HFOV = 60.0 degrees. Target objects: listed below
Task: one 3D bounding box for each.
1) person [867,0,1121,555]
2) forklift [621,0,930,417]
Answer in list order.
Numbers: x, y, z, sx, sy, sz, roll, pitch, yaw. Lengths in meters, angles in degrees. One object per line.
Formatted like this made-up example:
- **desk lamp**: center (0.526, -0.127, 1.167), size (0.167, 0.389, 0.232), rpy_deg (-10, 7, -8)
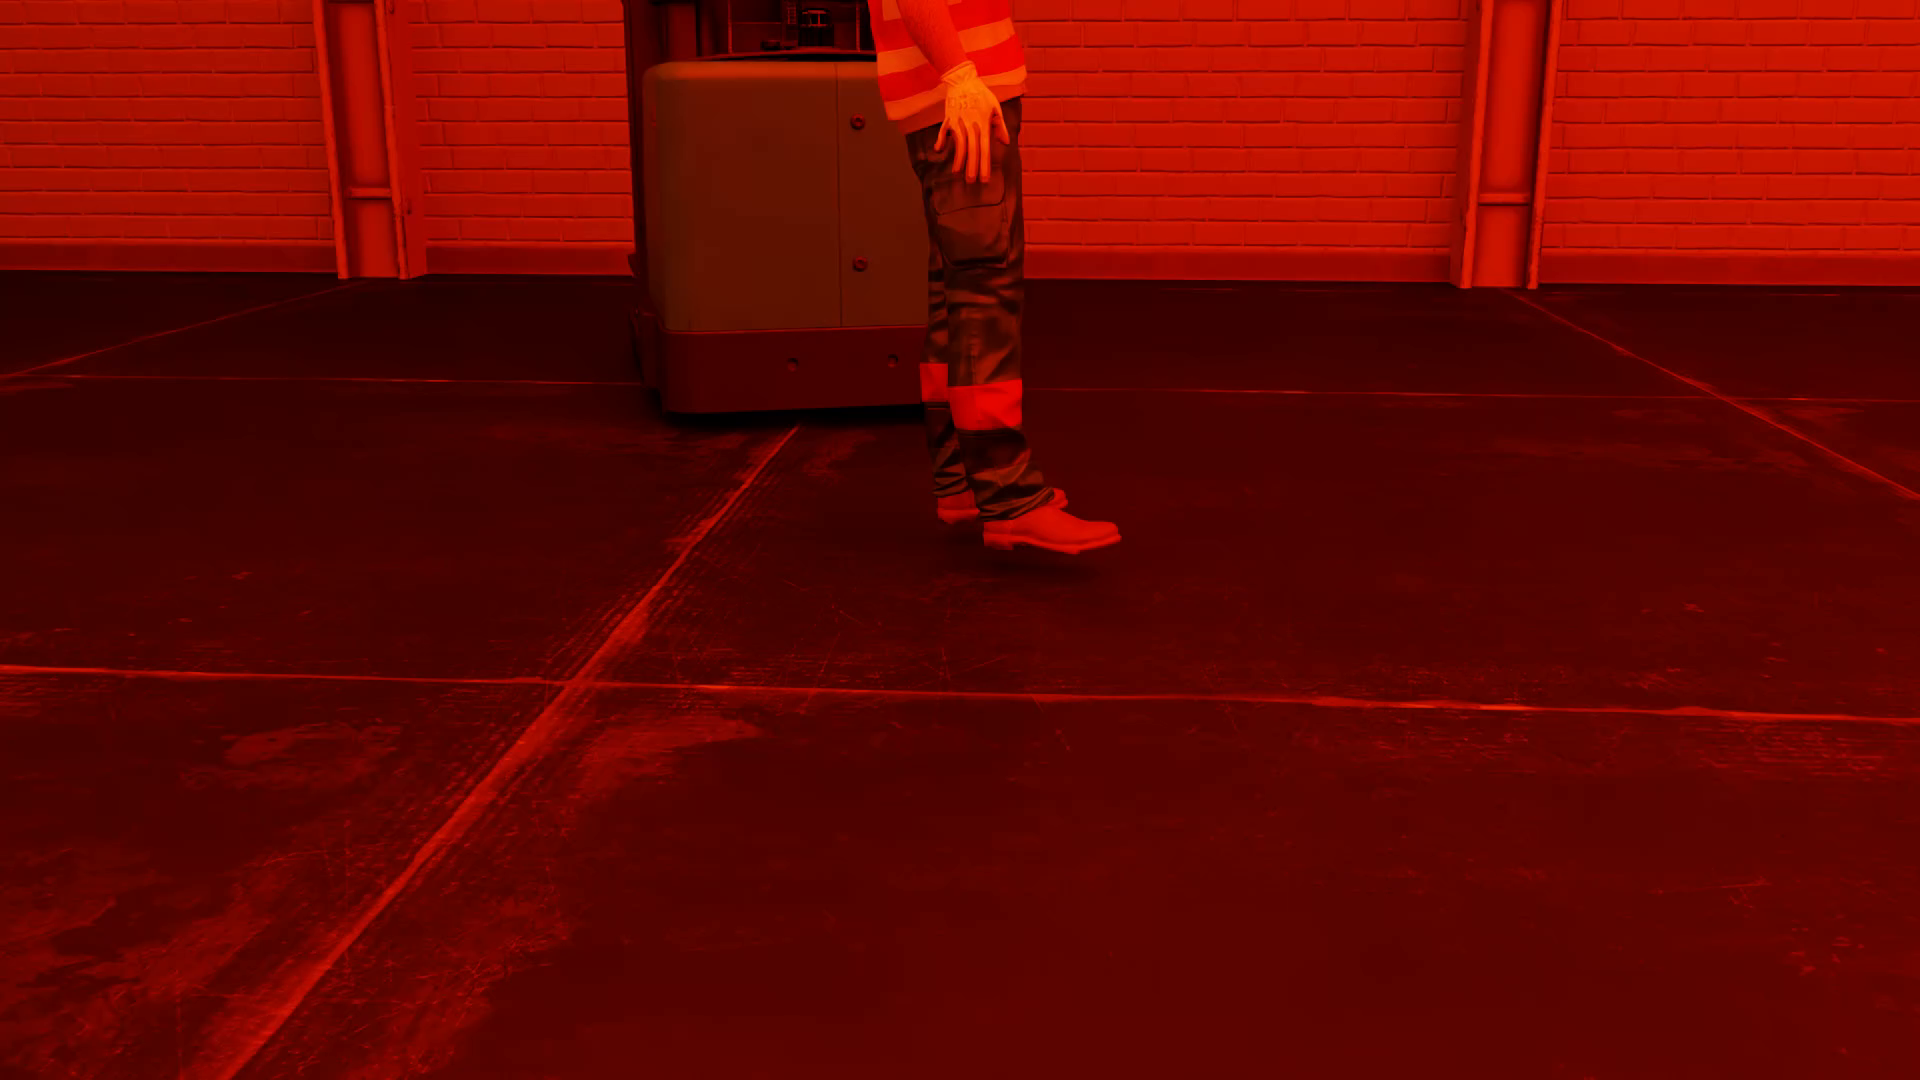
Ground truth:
- **person**: center (0.079, -0.905, 3.549), size (0.563, 1.788, 0.638), rpy_deg (1, 15, 4)
- **forklift**: center (-0.697, -2.130, 6.063), size (1.130, 2.935, 3.031), rpy_deg (-4, 16, -13)
